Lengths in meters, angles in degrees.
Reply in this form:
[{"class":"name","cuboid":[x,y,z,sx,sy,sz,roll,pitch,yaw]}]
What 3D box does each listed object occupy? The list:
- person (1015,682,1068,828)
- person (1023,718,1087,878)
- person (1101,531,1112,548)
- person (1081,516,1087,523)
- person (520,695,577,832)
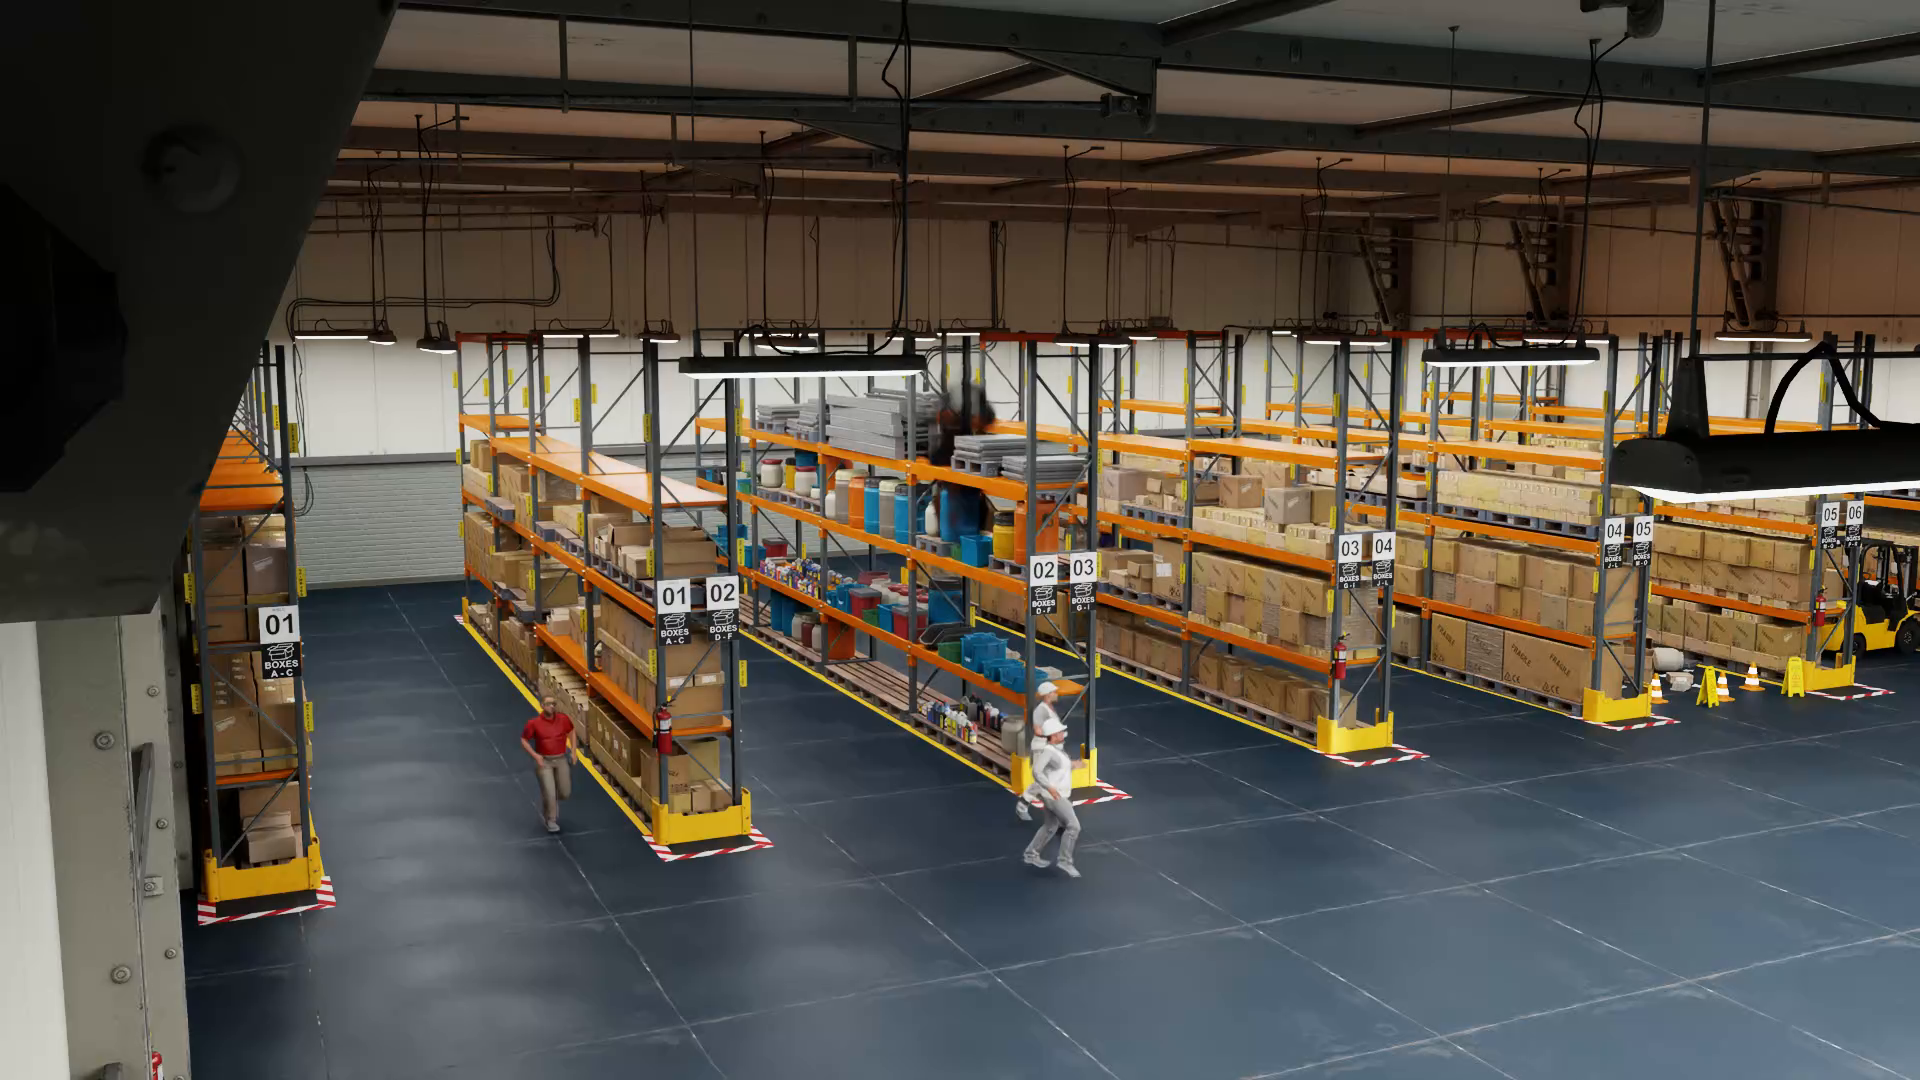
[{"class":"person","cuboid":[1.156,2.662,20.806,0.812,1.751,0.655,5,9,32]},{"class":"person","cuboid":[1.084,2.924,18.873,0.723,1.827,0.639,0,8,1]},{"class":"person","cuboid":[3.595,-0.096,41.946,0.577,1.592,0.607,-3,8,-22]},{"class":"person","cuboid":[3.247,-0.150,41.775,0.865,1.736,0.727,-1,8,-7]},{"class":"person","cuboid":[-5.074,2.731,20.577,0.710,1.672,0.609,-5,9,-33]}]
